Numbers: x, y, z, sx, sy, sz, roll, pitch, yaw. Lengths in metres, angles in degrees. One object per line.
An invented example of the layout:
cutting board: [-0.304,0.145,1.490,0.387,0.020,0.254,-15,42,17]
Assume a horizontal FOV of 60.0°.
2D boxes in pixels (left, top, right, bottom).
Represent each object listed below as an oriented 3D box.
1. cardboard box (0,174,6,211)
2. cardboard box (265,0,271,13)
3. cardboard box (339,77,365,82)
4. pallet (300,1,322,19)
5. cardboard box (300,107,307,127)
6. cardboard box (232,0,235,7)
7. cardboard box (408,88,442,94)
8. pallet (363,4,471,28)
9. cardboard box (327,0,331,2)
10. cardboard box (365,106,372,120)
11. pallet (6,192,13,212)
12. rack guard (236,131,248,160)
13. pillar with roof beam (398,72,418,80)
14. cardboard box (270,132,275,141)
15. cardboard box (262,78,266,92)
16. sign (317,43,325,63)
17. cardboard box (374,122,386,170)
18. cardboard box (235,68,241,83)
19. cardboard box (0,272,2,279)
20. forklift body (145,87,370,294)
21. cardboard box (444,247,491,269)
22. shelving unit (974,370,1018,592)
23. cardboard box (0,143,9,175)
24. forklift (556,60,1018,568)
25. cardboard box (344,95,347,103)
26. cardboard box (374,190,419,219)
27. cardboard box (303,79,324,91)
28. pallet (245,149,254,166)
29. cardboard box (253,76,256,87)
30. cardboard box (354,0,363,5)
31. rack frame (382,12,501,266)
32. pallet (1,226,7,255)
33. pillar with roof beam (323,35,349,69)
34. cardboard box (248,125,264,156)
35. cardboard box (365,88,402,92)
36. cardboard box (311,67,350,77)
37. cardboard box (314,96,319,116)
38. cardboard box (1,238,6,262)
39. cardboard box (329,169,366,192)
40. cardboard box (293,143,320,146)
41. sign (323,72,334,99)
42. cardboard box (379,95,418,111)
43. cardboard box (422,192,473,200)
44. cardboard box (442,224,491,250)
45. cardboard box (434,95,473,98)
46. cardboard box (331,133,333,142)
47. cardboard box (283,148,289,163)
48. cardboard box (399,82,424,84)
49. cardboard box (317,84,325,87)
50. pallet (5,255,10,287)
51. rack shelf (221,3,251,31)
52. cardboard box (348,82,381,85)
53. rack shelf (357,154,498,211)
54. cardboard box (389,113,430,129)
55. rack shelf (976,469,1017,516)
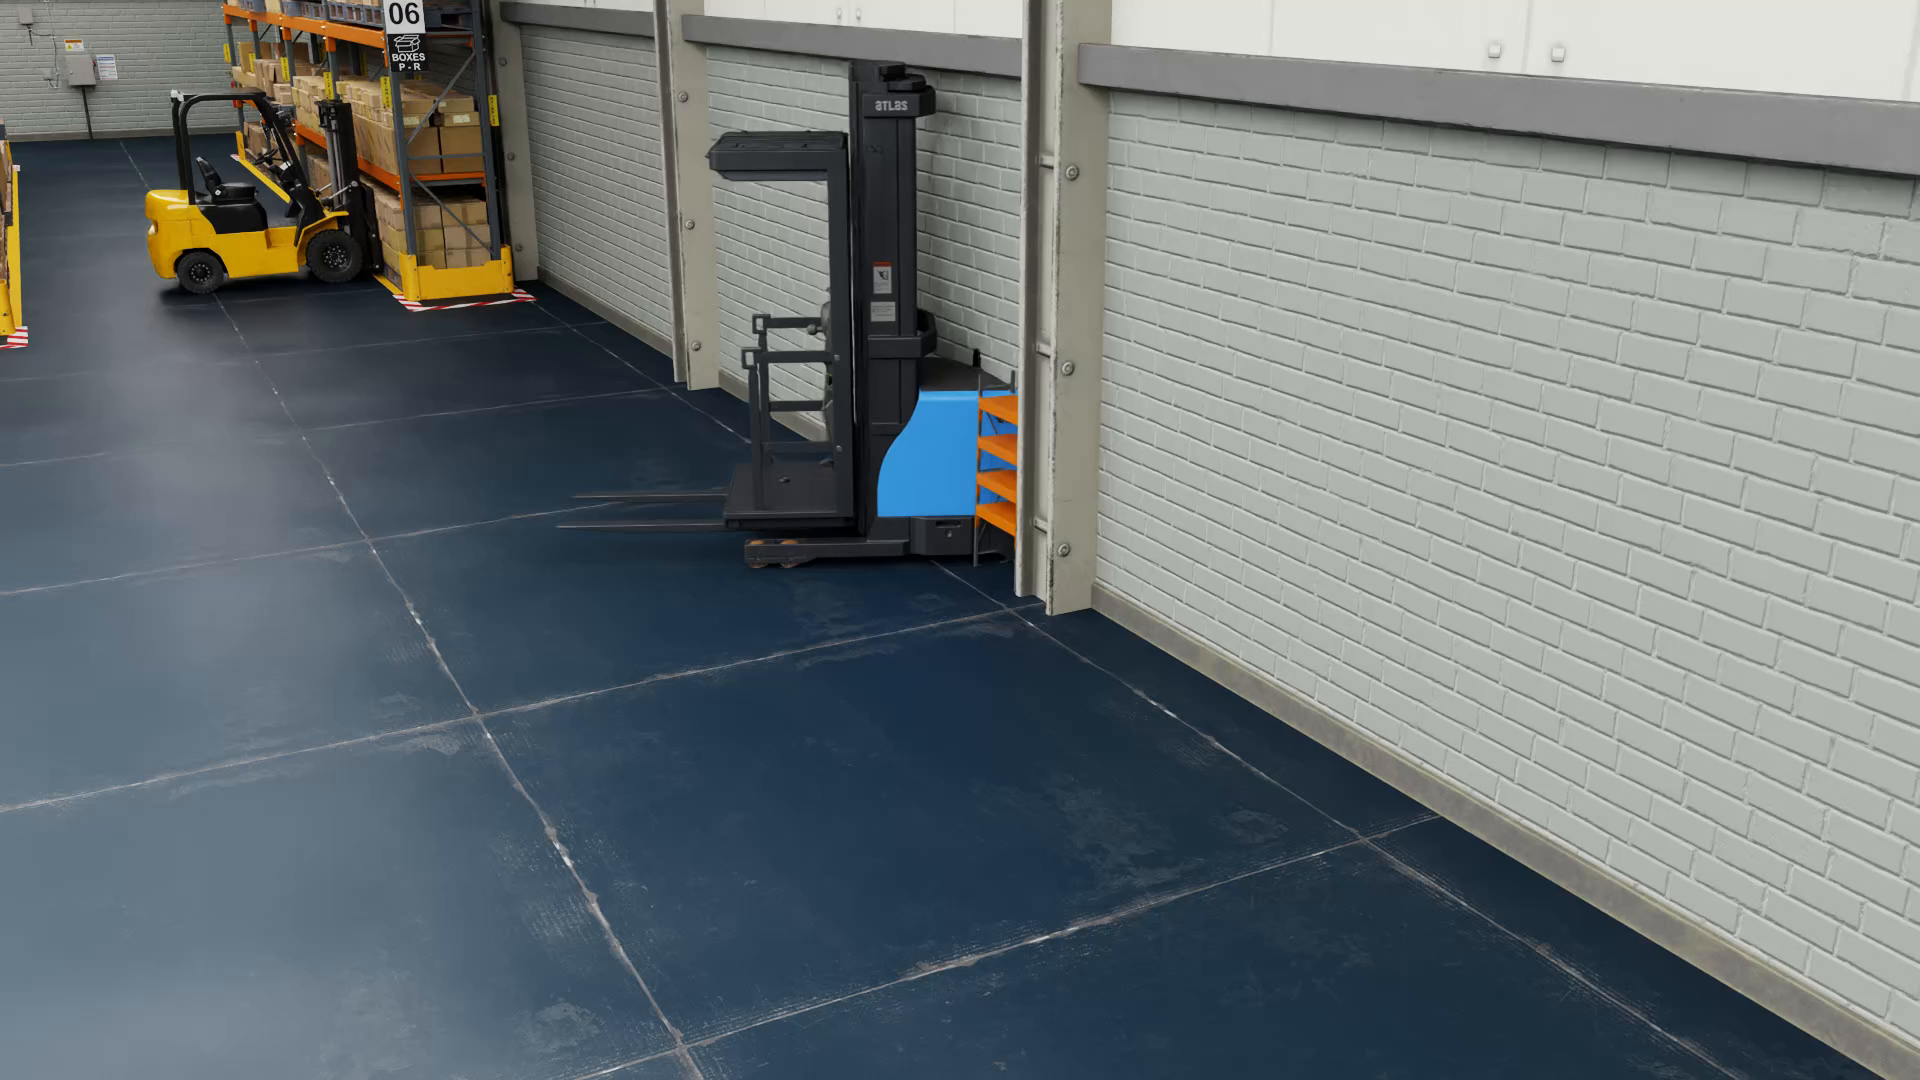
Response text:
cardboard box: [-14.030,-5.107,23.448,0.875,0.875,0.875,-10,22,-27]
cardboard box: [-10.343,-8.217,25.476,0.500,0.250,0.500,-10,21,-27]
cardboard box: [-8.784,-6.622,24.077,0.380,0.149,0.250,-10,21,-27]
pallet: [-8.474,-7.299,22.877,1.003,0.211,1.213,-9,21,-24]
cardboard box: [-9.178,-6.091,23.914,0.500,0.250,0.500,-10,22,-28]
cardboard box: [-12.618,-9.485,29.308,0.380,0.149,0.250,-10,21,-27]
cardboard box: [-6.290,-5.248,19.638,0.380,0.149,0.250,-10,21,-26]
pallet: [-5.922,-5.759,18.259,1.003,0.211,1.213,-10,21,-27]
cardboard box: [-7.563,-6.693,20.419,0.380,0.149,0.250,-9,21,-26]
cardboard box: [-6.651,-4.950,19.230,0.380,0.149,0.250,-10,21,-26]
pallet: [-14.658,-4.972,24.716,1.003,0.211,1.213,-10,21,-27]
rack guard: [-13.171,-7.565,31.789,1.175,0.500,0.348,-10,21,-27]
pillar with roof beam: [-11.785,-8.407,21.198,9.100,9.000,0.400,-10,21,-27]
cardboard box: [-11.372,-6.800,27.932,0.380,0.149,0.250,-9,21,-24]
cardboard box: [-10.986,-7.297,26.742,0.396,0.266,0.258,-9,21,-24]
sign: [-10.821,-8.255,28.180,0.100,0.325,0.005,-10,21,-27]
cardboard box: [-6.313,-4.474,18.845,0.500,0.500,0.500,-9,21,-25]
cardboard box: [-12.989,-8.522,30.503,0.500,0.250,0.500,-10,21,-26]
cardboard box: [-10.116,-2.579,17.078,0.500,0.250,0.500,-10,21,-27]
forklift body: [-8.116,-4.036,19.031,2.313,2.155,1.214,-10,21,-27]
cardboard box: [-5.671,-3.246,19.010,0.500,0.250,0.500,-10,21,-26]
shelving unit: [0.322,-0.352,9.802,0.258,1.200,0.503,-8,21,-27]
cardboard box: [-16.304,-6.292,27.550,0.875,0.438,0.875,-11,22,-28]
forklift: [-0.979,-1.391,10.169,3.031,2.935,1.130,-1,19,-3]
cardboard box: [-7.465,-5.471,20.741,0.380,0.149,0.250,-9,21,-25]
cardboard box: [-6.599,-3.920,19.431,0.500,0.250,0.500,-10,21,-26]
cardboard box: [-9.109,-6.470,23.634,0.380,0.149,0.250,-10,21,-26]
pallet: [-12.792,-7.200,31.173,1.003,0.211,1.213,-10,21,-27]
cardboard box: [-11.764,-7.798,28.407,0.500,0.250,0.500,-9,21,-25]
cardboard box: [-6.433,-6.285,18.699,0.700,0.500,0.500,-10,21,-26]
rack frame: [-5.610,-4.176,18.134,1.000,3.000,0.127,-10,21,-27]
pallet: [-12.830,-3.810,21.348,1.003,0.211,1.213,-10,21,-27]
pillar with roof beam: [-14.634,-10.129,26.190,9.100,9.000,0.400,-10,21,-27]
cardboard box: [-12.629,-7.344,30.504,0.700,0.500,0.500,-9,21,-24]
cardboard box: [-6.803,-5.255,19.657,0.380,0.149,0.250,-10,21,-26]
cardboard box: [-9.515,-6.890,25.203,0.500,0.500,0.500,-9,21,-24]
cardboard box: [-8.455,-5.885,22.551,0.500,0.250,0.500,-10,21,-26]
cardboard box: [-11.358,-3.325,19.239,0.500,0.250,0.500,-9,21,-24]
cardboard box: [-8.128,-4.772,22.858,0.875,0.625,0.625,-10,22,-27]
cardboard box: [-10.109,-6.054,25.772,0.380,0.149,0.250,-11,22,-28]
sign: [-7.982,-5.747,21.034,0.100,0.325,0.005,-10,21,-27]
cardboard box: [-6.258,-4.877,18.563,0.380,0.149,0.250,-9,21,-25]
cardboard box: [-5.912,-3.857,19.249,0.500,0.250,0.500,-10,21,-27]
cardboard box: [-5.650,-3.478,18.916,0.500,0.250,0.500,-10,21,-26]
cardboard box: [-5.652,-4.886,18.588,0.380,0.149,0.250,-9,21,-25]
cardboard box: [-7.978,-5.357,21.788,0.500,0.250,0.500,-9,21,-25]
cardboard box: [-10.541,-6.018,26.663,0.500,0.500,0.500,-11,22,-29]
cardboard box: [-6.871,-5.621,20.719,0.380,0.149,0.250,-10,22,-27]
cardboard box: [-8.499,-6.104,22.574,0.380,0.149,0.250,-10,21,-26]
pallet: [-11.526,-3.048,19.142,1.003,0.211,1.213,-10,21,-27]
rack shelf: [-12.258,-9.272,29.409,1.077,0.370,4.000,-10,21,-27]
cardboard box: [-7.399,-5.622,20.723,0.380,0.149,0.250,-10,21,-26]
rack shelf: [-6.559,-4.410,19.915,1.077,0.370,4.000,-10,21,-27]
cardboard box: [-6.021,-4.586,18.174,0.380,0.149,0.250,-10,21,-26]
rack shelf: [0.321,-0.288,9.823,0.258,0.148,0.480,-8,21,-27]
